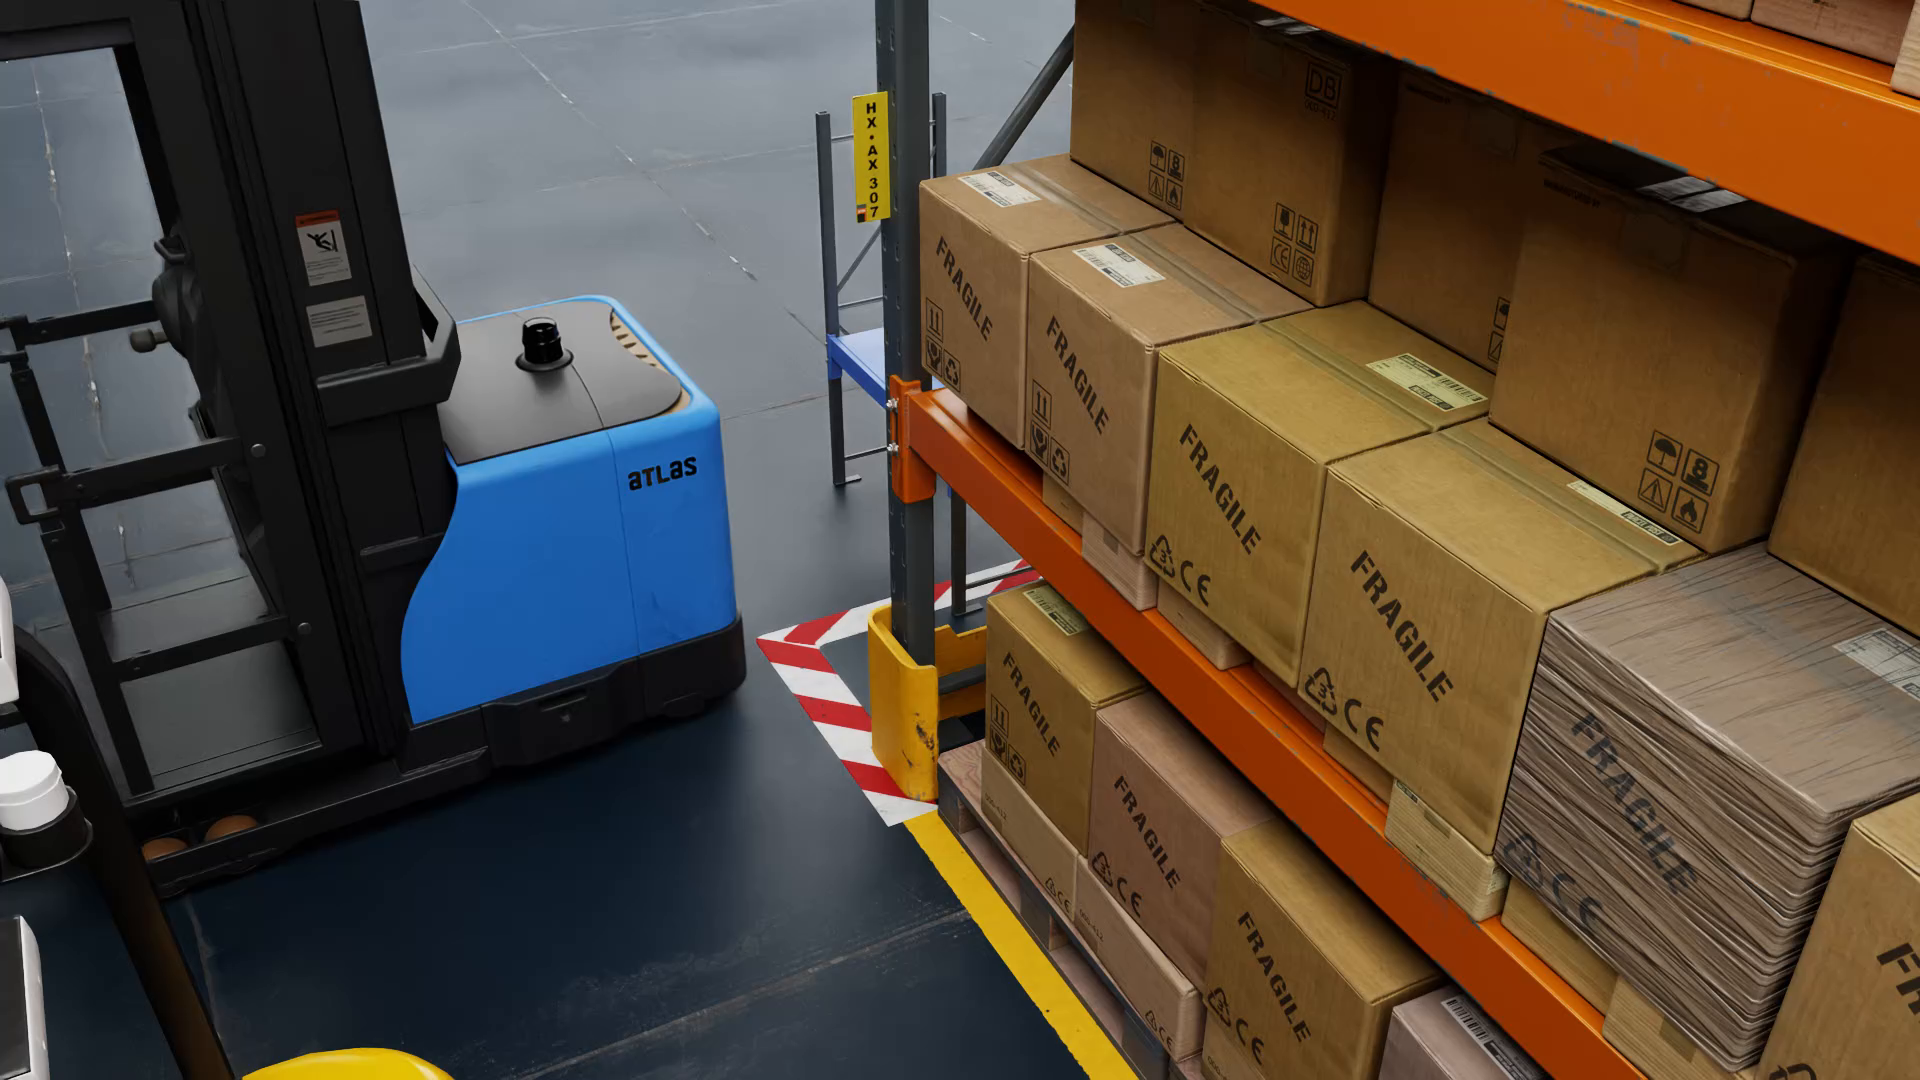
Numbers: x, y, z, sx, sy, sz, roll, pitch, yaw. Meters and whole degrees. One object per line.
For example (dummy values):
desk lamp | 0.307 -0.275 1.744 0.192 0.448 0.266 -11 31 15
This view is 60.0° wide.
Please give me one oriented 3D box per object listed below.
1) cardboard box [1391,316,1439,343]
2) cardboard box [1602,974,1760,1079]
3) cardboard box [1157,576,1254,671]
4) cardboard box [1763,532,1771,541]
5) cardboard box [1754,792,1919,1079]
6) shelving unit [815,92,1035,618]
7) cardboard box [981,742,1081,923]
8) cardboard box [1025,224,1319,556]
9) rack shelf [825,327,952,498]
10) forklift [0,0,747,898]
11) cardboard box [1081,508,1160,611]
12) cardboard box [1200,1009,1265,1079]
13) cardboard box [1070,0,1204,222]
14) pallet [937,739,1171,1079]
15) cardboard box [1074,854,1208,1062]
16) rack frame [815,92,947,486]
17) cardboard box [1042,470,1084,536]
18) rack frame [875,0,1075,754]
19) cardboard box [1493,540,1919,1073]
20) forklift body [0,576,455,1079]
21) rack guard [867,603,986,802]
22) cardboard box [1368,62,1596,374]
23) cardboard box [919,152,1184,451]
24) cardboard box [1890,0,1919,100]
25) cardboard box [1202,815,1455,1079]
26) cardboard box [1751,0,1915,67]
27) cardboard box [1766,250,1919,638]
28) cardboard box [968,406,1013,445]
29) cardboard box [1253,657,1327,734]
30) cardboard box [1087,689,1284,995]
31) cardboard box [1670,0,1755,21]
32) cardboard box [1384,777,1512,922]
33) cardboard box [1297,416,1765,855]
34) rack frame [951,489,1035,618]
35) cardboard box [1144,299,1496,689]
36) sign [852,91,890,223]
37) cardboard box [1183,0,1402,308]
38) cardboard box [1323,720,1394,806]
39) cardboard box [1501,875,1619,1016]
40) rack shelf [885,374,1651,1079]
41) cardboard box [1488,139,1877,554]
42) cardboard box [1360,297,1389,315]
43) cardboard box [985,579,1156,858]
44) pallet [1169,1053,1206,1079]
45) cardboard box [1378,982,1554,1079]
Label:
cardboard box | 1.219 -0.224 3.450 0.500 0.500 0.500 -16 36 -23
cardboard box | 1.232 0.728 2.566 0.380 0.149 0.250 -16 36 -24
cardboard box | 0.648 0.106 3.537 0.380 0.149 0.250 -15 36 -22
cardboard box | 1.439 0.023 3.065 0.500 0.500 0.500 -15 36 -23
cardboard box | 1.455 0.622 2.130 0.500 0.500 0.500 -15 35 -22
shelving unit | -0.040 -0.672 5.909 0.538 1.500 1.048 -16 36 -23
cardboard box | 0.394 0.710 4.521 0.500 0.250 0.500 -16 36 -23
cardboard box | 0.483 -0.351 3.649 0.500 0.500 0.500 -15 35 -22
rack shelf | -0.040 -0.521 6.006 0.538 0.185 1.000 -16 36 -23
forklift | -2.235 -0.554 4.398 3.031 2.935 1.130 -17 36 -24
cardboard box | 0.498 -0.009 3.717 0.380 0.149 0.250 -15 36 -22
cardboard box | 0.891 1.212 3.737 0.500 0.250 0.500 -13 35 -20
cardboard box | 0.694 -1.125 3.931 0.700 0.500 0.500 -17 36 -24
pallet | 0.646 0.881 4.679 1.003 0.211 1.213 -16 36 -23
cardboard box | 0.626 0.955 4.138 0.500 0.250 0.500 -15 35 -21
rack frame | -0.277 -0.915 6.288 0.500 1.500 0.032 -16 36 -23
cardboard box | 0.420 -0.142 3.924 0.380 0.149 0.250 -17 36 -25
rack frame | 0.263 -0.726 4.602 1.000 3.000 0.127 -16 36 -23
cardboard box | 1.209 0.376 2.514 0.500 0.500 0.500 -15 36 -22
forklift body | -1.629 1.328 2.184 2.313 2.155 1.214 -16 36 -23
rack guard | 0.298 0.363 5.220 1.175 0.500 0.348 -16 36 -23
cardboard box | 1.252 -0.664 3.211 0.700 0.500 0.500 -16 36 -24
cardboard box | 0.238 -0.597 4.034 0.500 0.500 0.500 -16 36 -24
cardboard box | 1.244 -0.543 1.769 0.380 0.149 0.250 -15 36 -22
cardboard box | 0.880 0.895 3.537 0.500 0.500 0.500 -15 36 -22
cardboard box | 1.197 -0.688 1.995 0.380 0.149 0.250 -15 36 -22
cardboard box | 1.685 -0.166 2.433 0.700 0.500 0.500 -17 36 -24
cardboard box | 0.238 -0.406 4.336 0.380 0.149 0.250 -16 36 -23
cardboard box | 0.825 0.217 3.364 0.380 0.149 0.250 -15 35 -22
cardboard box | 0.653 0.653 3.914 0.500 0.500 0.500 -17 36 -25
cardboard box | 1.074 -0.810 2.186 0.380 0.149 0.250 -16 36 -24
cardboard box | 0.987 0.485 2.946 0.380 0.149 0.250 -16 36 -23
cardboard box | 0.966 0.132 2.894 0.500 0.500 0.500 -17 36 -24
rack frame | 0.197 -0.430 5.530 0.500 1.500 0.032 -16 36 -23
cardboard box | 0.721 -0.108 3.270 0.500 0.500 0.500 -17 36 -24
sign | -0.217 -0.954 4.156 0.100 0.325 0.005 -16 36 -23
cardboard box | 0.923 -0.882 3.551 0.700 0.500 0.500 -16 36 -23
cardboard box | 0.921 0.350 3.156 0.380 0.149 0.250 -17 36 -24
cardboard box | 1.139 0.598 2.768 0.380 0.149 0.250 -17 36 -24
rack shelf | 1.195 0.531 3.307 1.077 0.370 4.000 -16 36 -23
cardboard box | 1.362 -0.391 2.785 0.700 0.500 0.500 -16 36 -23
cardboard box | 0.989 -0.463 3.824 0.500 0.500 0.500 -16 36 -23
cardboard box | 0.406 0.405 4.302 0.500 0.500 0.500 -17 36 -25
pallet | 1.211 1.463 3.771 1.003 0.211 1.213 -16 36 -23
cardboard box | 1.137 1.148 3.142 0.500 0.500 0.500 -14 35 -21
